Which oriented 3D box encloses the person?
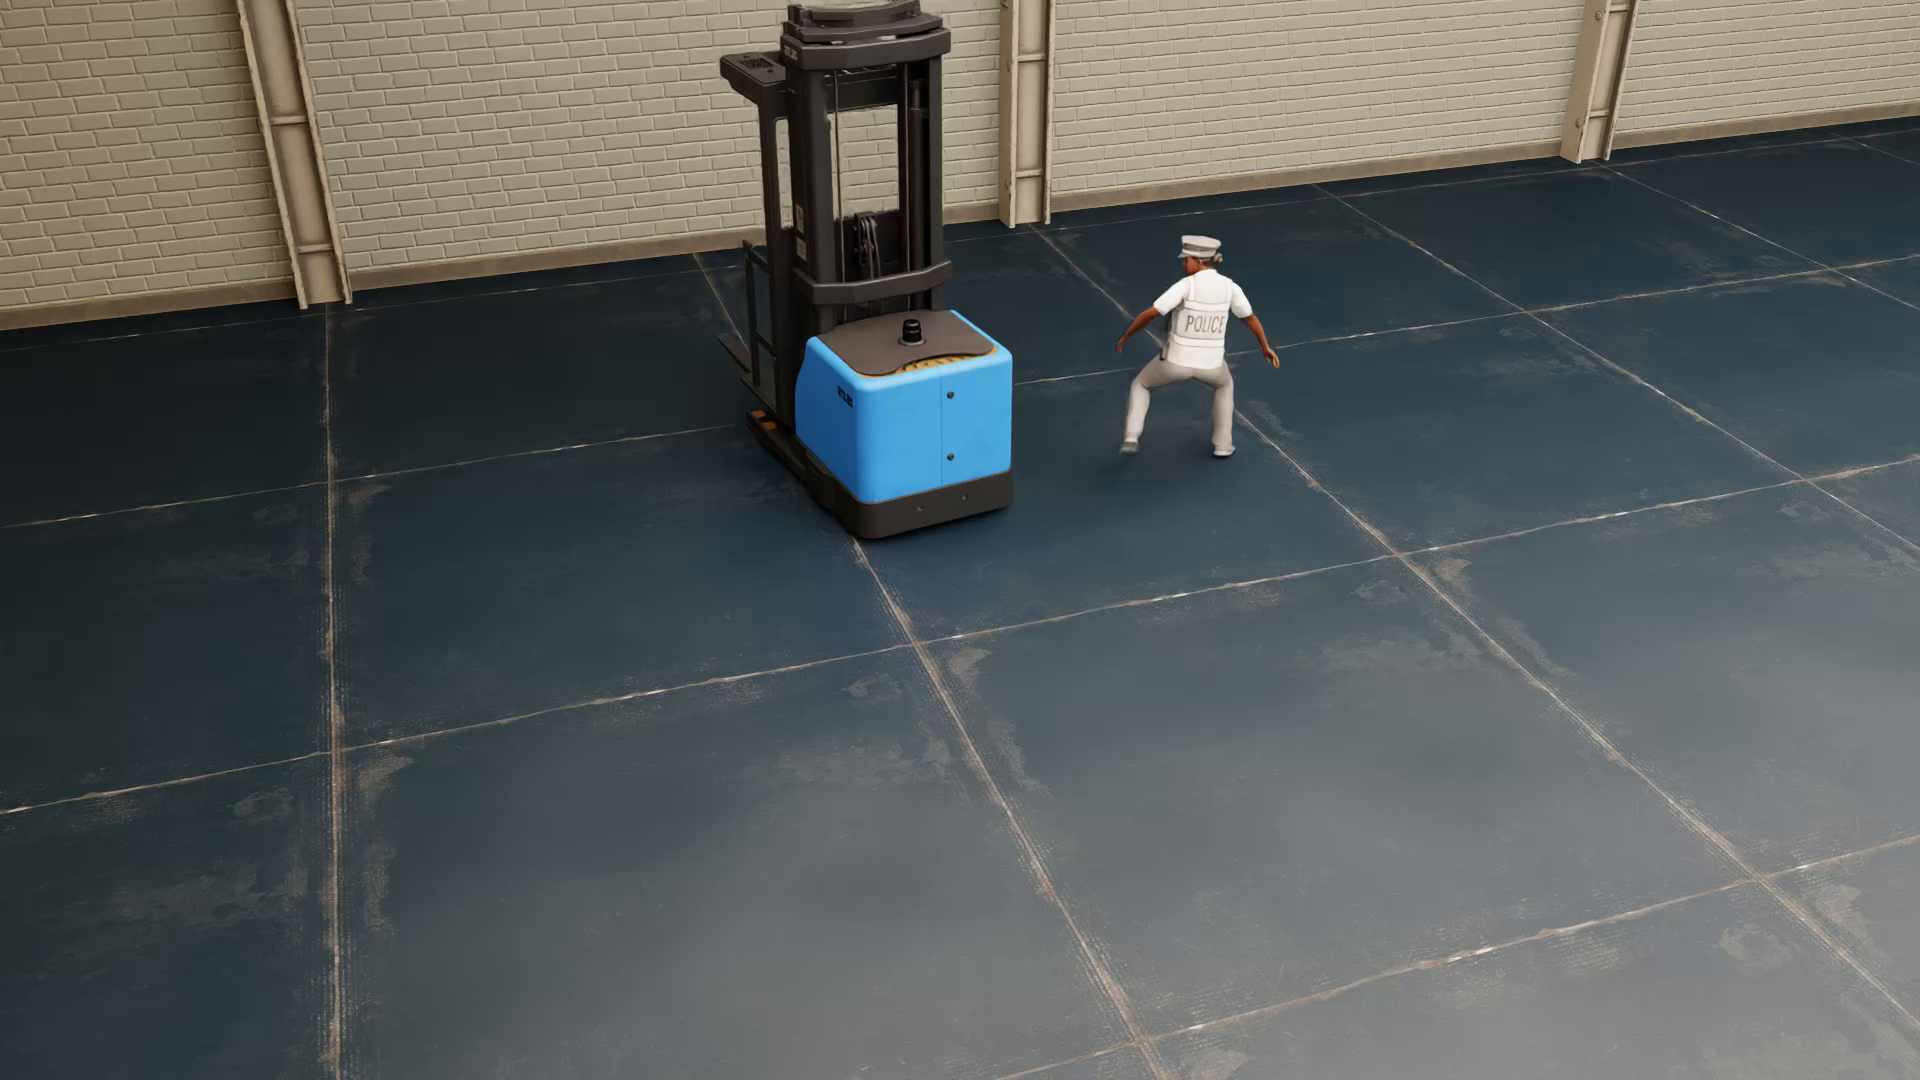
[{"bbox_3d":[1.521,-1.181,10.618,1.047,1.551,0.481,-3,30,-5],"label":"person"}]

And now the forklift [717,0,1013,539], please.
[{"bbox_3d":[-0.794,-1.987,10.541,1.130,2.935,3.031,-14,33,-23],"label":"forklift"}]
